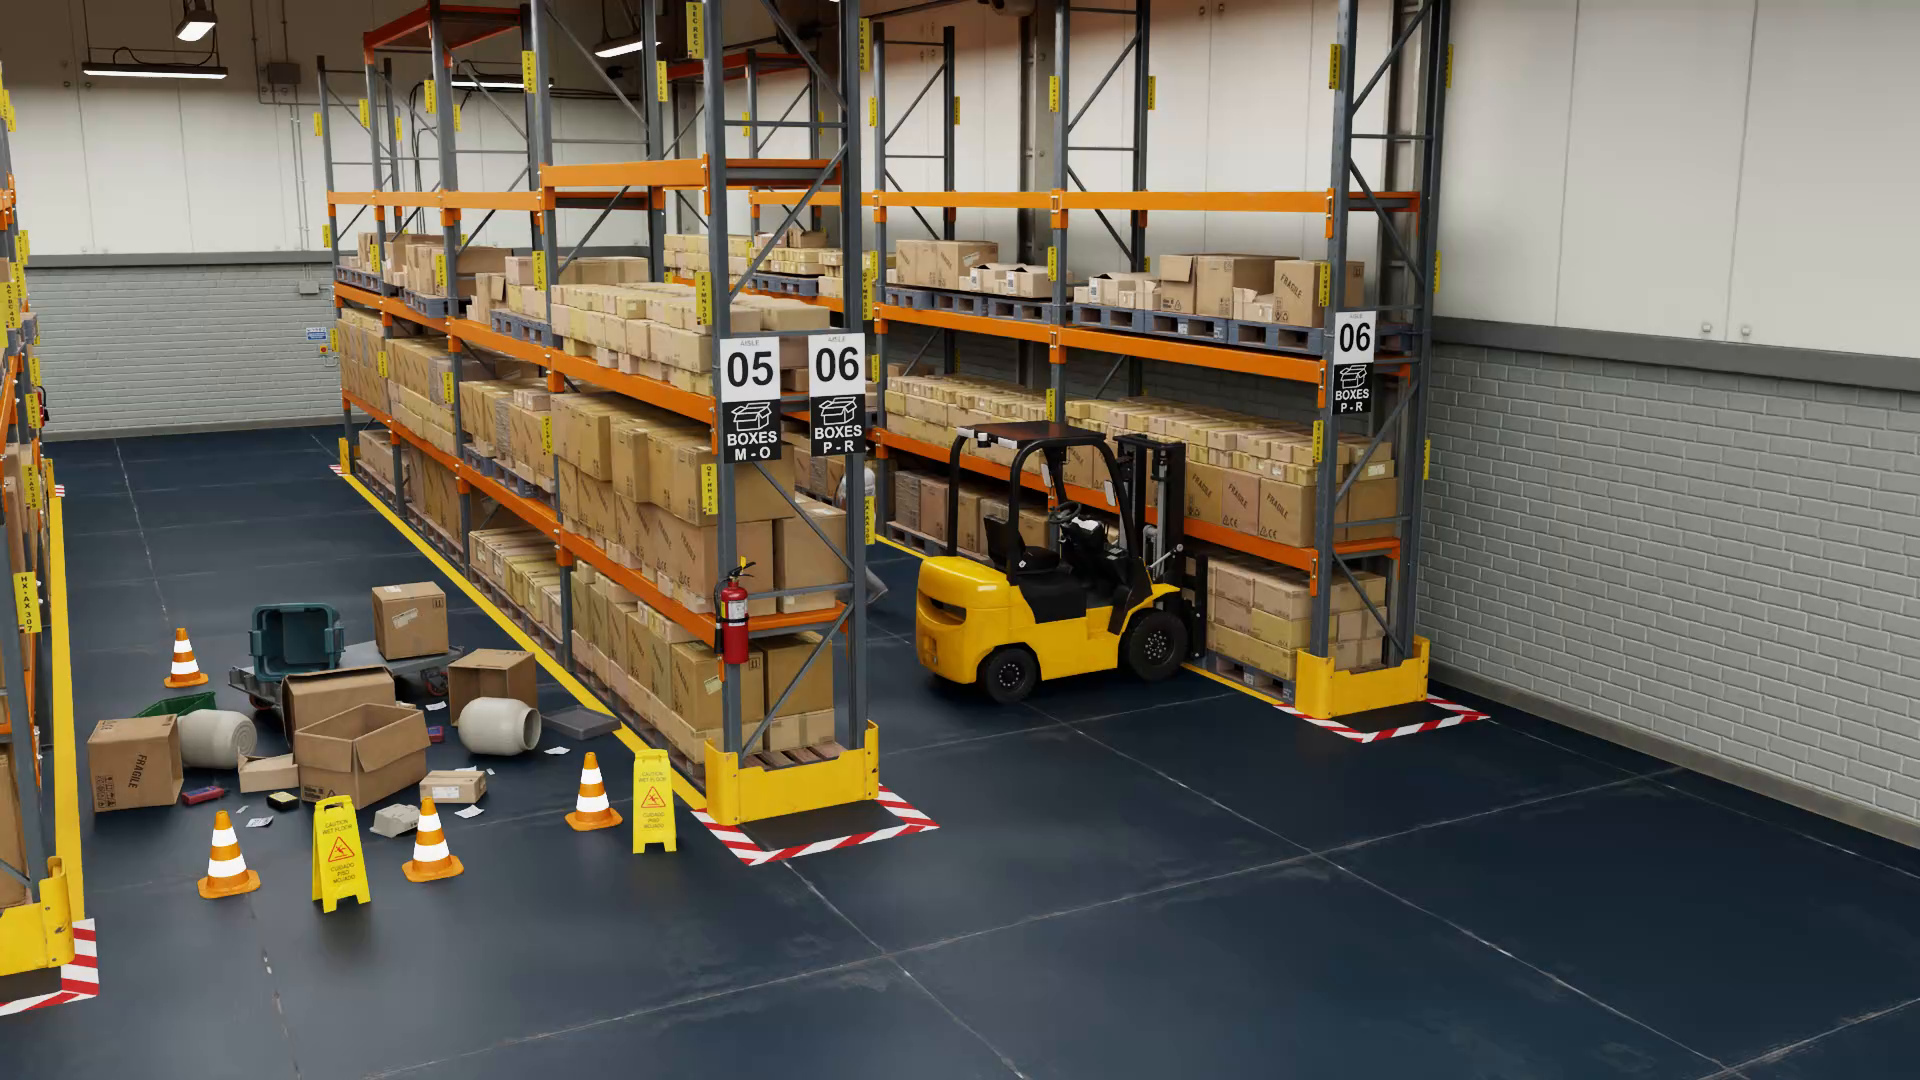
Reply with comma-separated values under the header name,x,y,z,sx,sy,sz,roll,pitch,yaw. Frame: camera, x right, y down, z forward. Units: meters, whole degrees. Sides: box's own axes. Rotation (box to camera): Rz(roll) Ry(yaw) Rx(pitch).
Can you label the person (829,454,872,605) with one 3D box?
name,x,y,z,sx,sy,sz,roll,pitch,yaw
person,-1.067,-0.157,16.607,0.613,1.667,0.500,9,15,37
